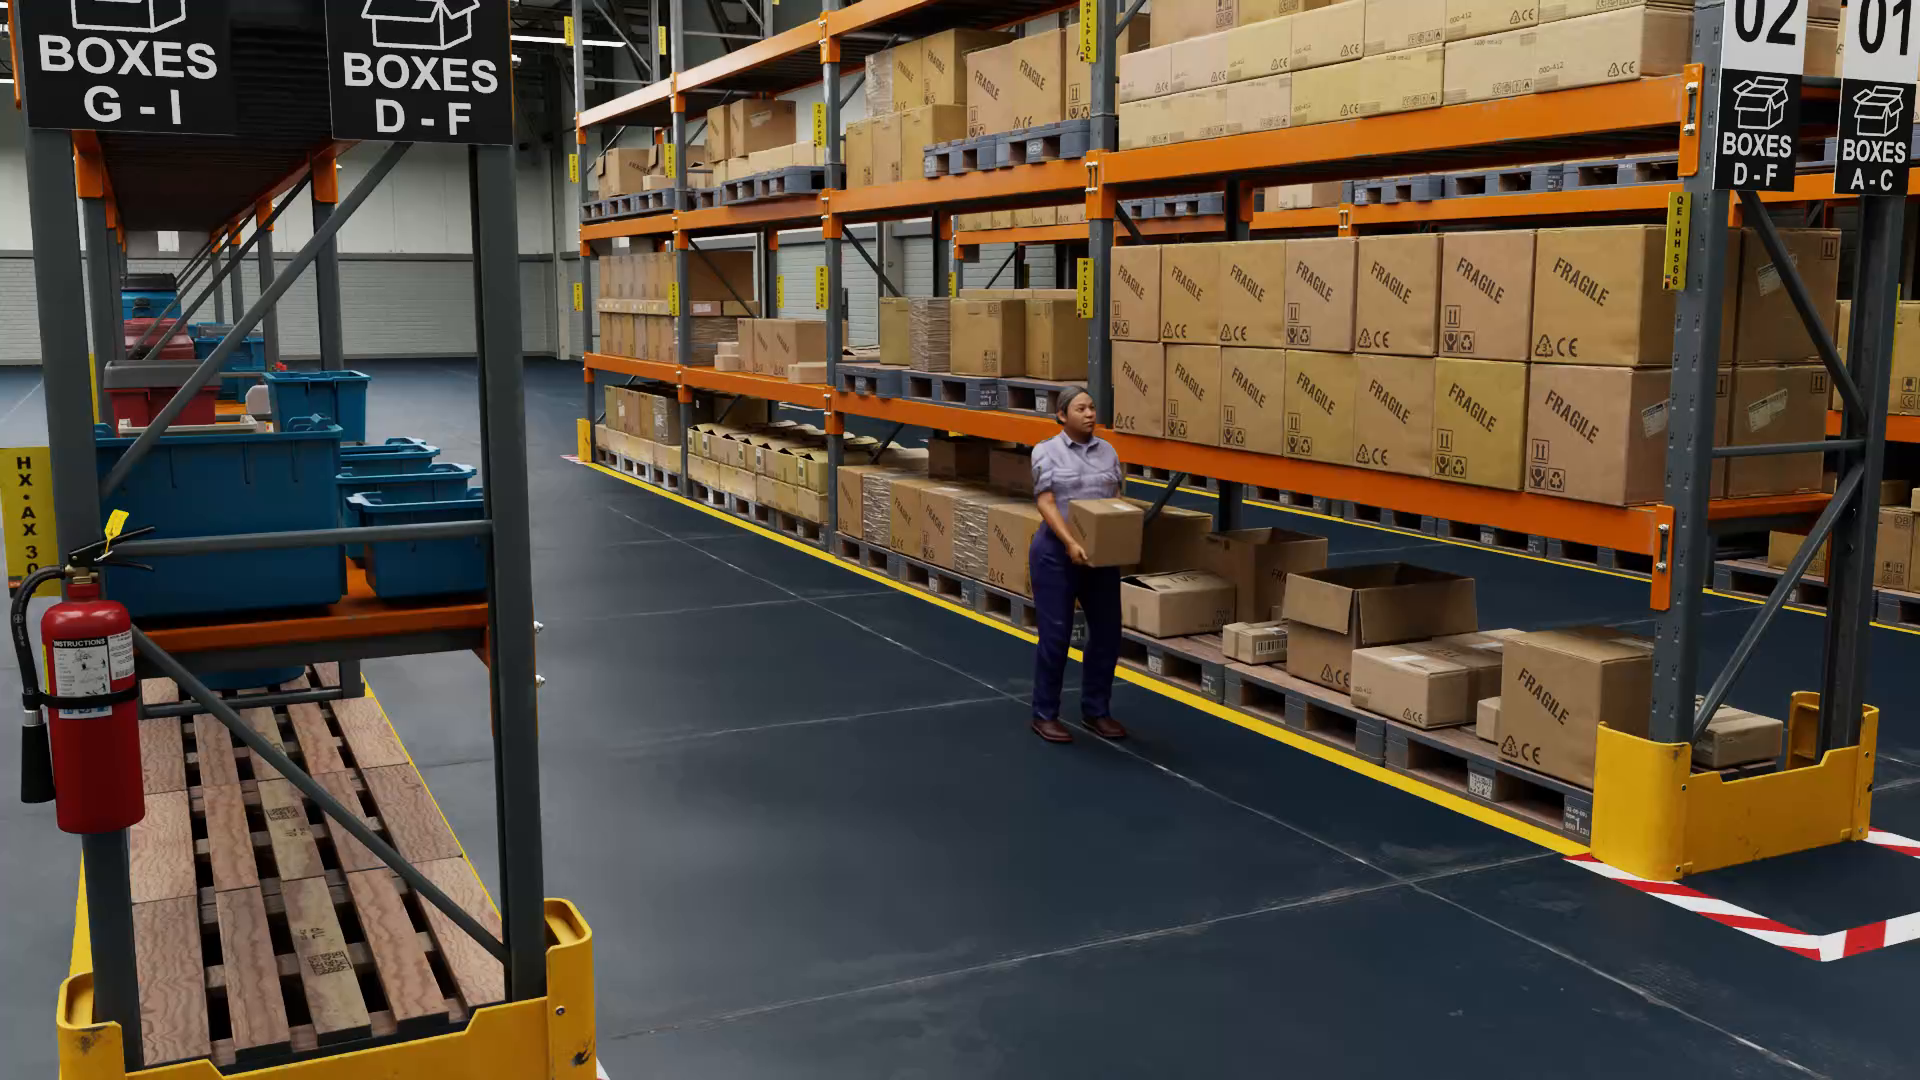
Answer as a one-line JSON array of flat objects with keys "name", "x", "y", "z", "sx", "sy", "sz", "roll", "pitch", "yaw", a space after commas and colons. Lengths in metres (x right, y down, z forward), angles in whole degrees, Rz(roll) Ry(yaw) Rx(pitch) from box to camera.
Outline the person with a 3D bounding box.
[{"name": "person", "x": 0.580, "y": 0.117, "z": 7.704, "sx": 0.453, "sy": 1.626, "sz": 0.514, "roll": -4, "pitch": 10, "yaw": -25}]
